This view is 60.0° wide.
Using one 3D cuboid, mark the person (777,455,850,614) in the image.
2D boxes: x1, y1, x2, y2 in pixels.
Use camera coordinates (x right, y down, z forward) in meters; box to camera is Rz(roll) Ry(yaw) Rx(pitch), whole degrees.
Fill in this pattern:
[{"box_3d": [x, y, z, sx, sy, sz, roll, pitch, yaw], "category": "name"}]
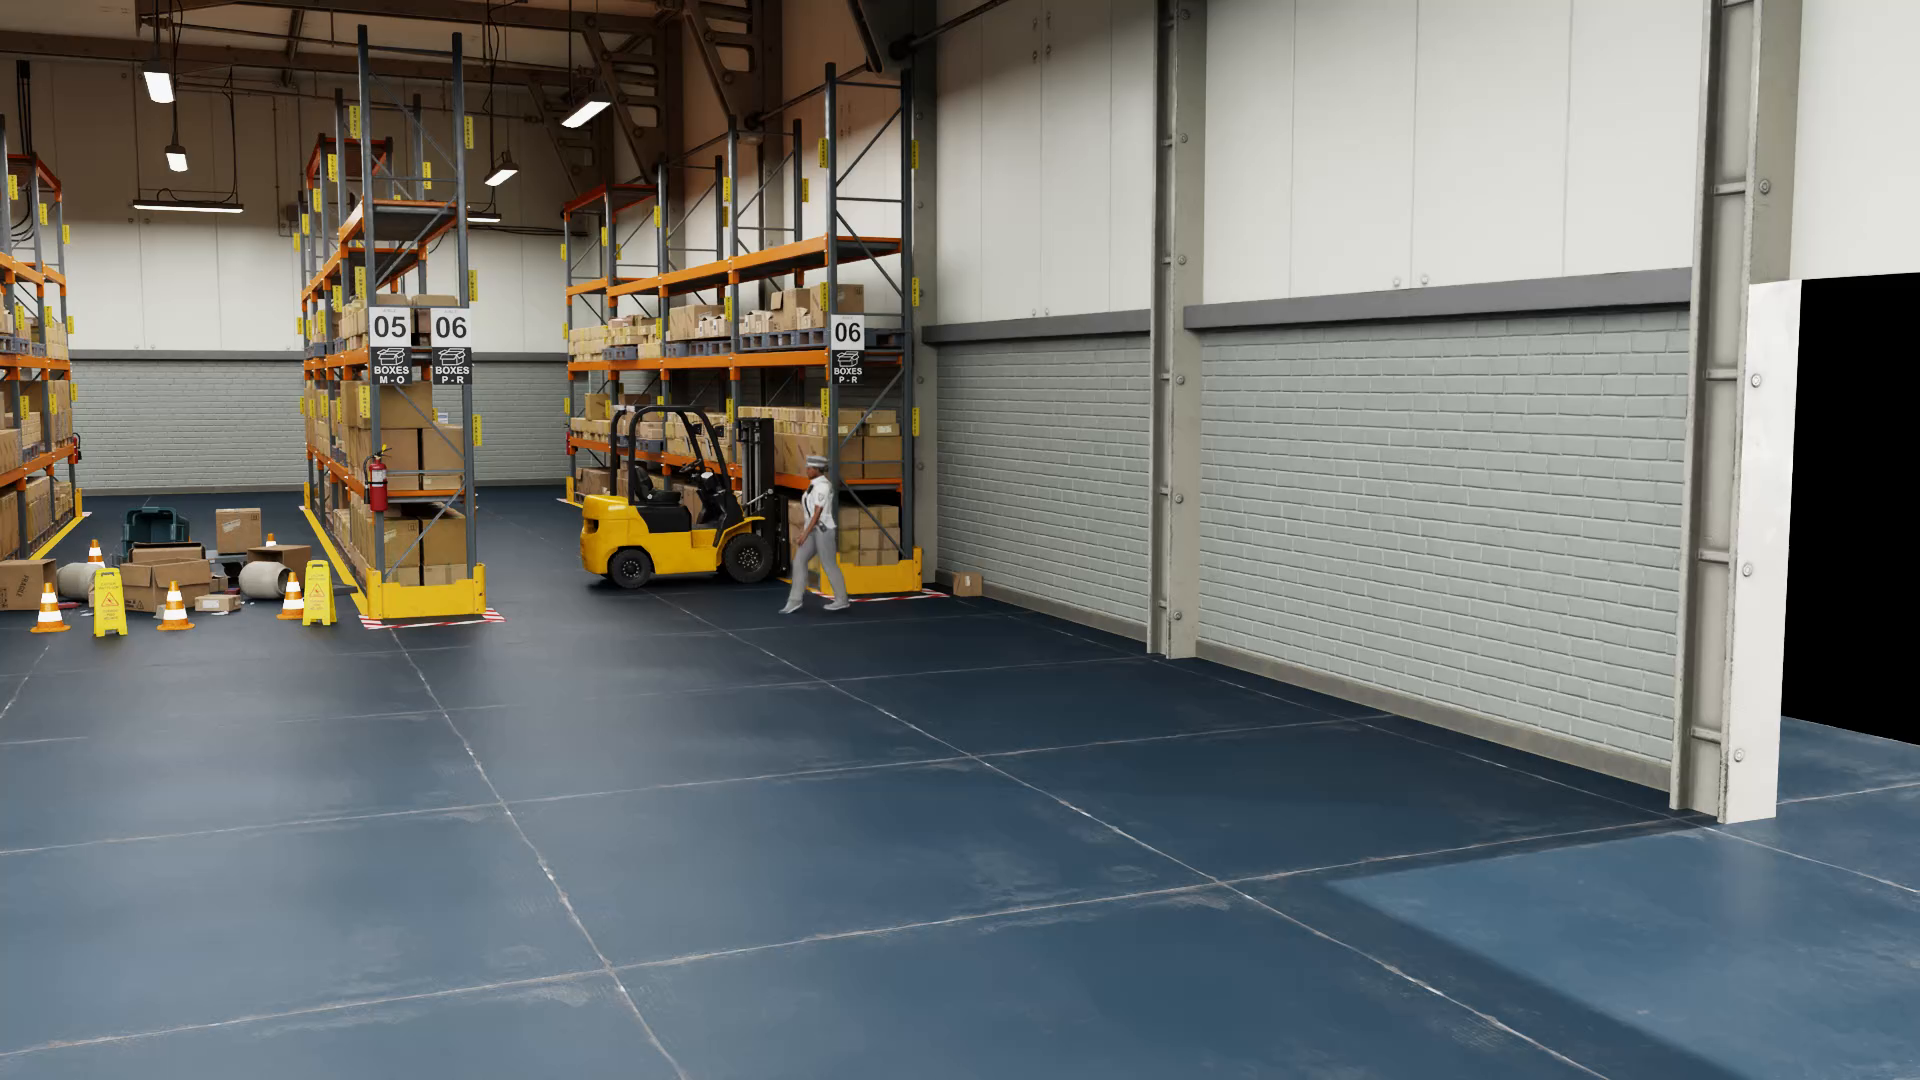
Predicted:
[{"box_3d": [-1.540, -0.046, 17.512, 0.745, 1.699, 0.457, -2, 6, -20], "category": "person"}]
